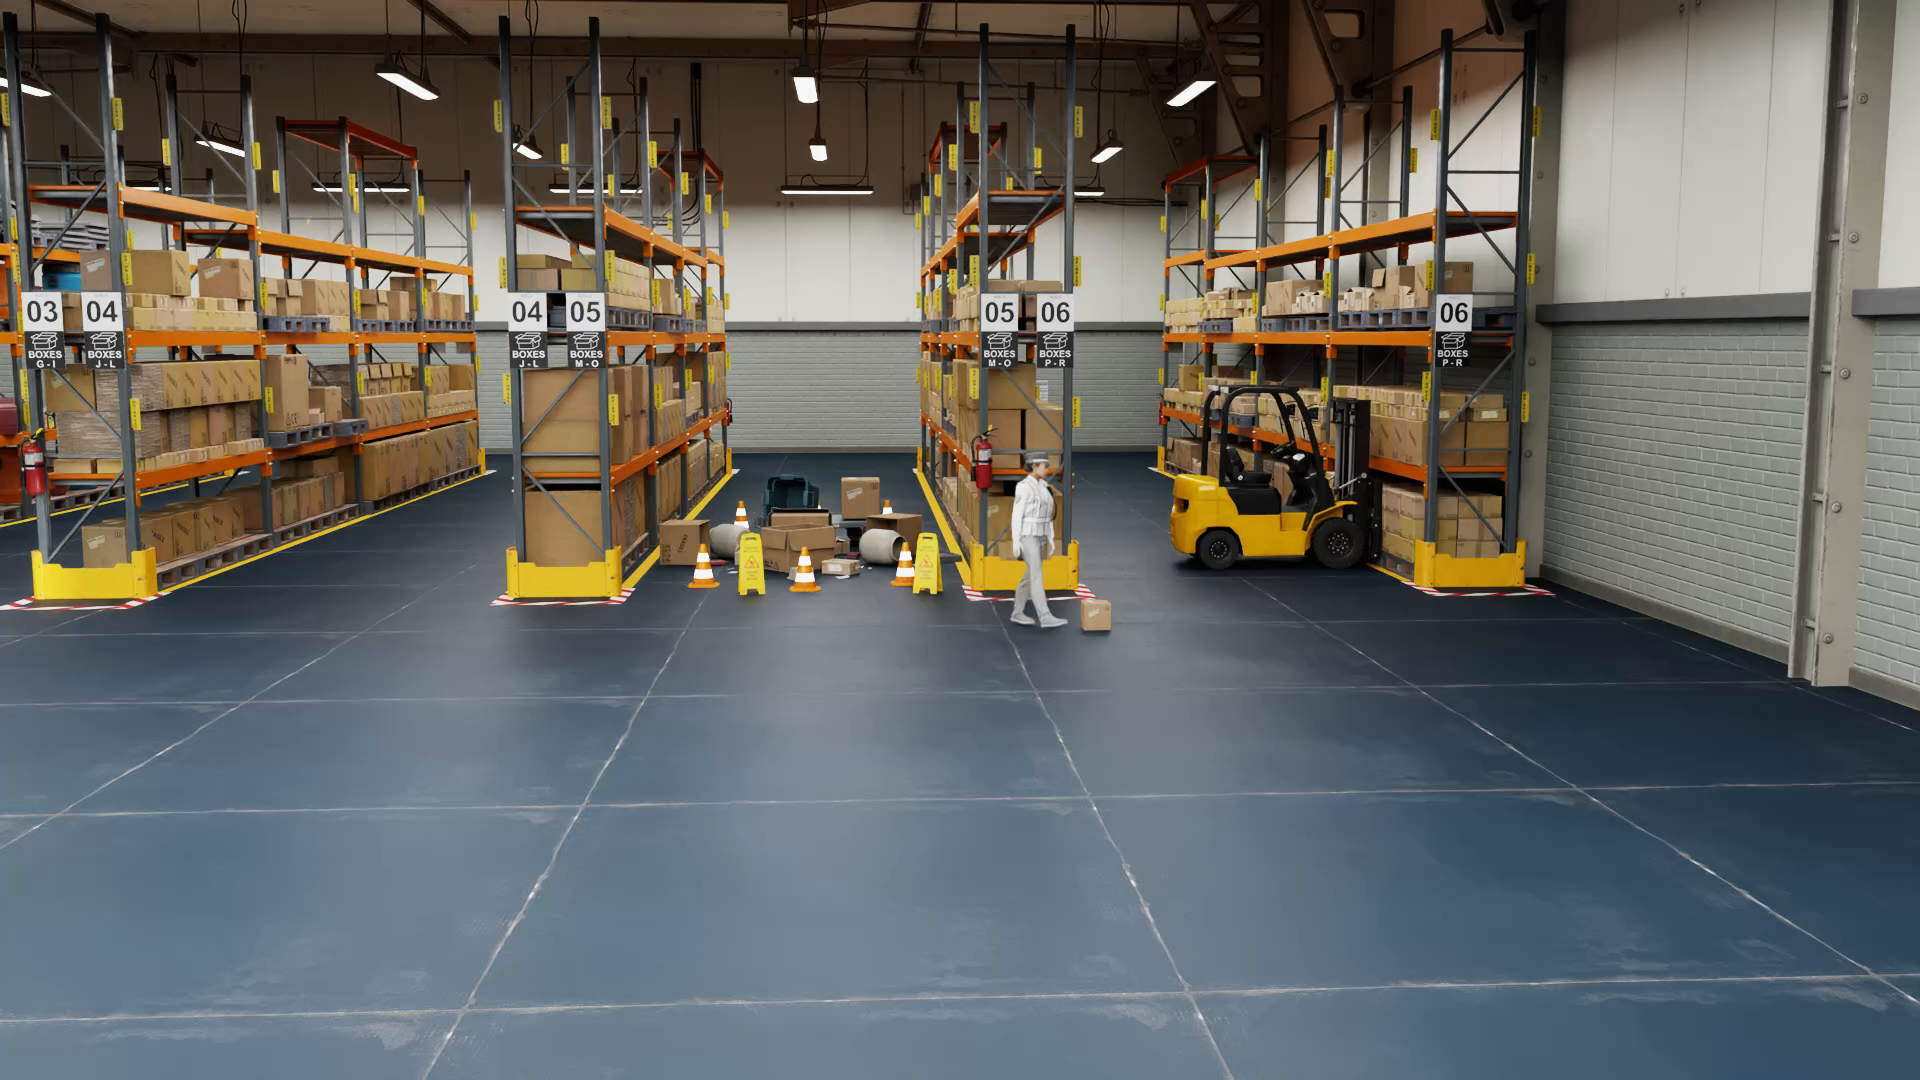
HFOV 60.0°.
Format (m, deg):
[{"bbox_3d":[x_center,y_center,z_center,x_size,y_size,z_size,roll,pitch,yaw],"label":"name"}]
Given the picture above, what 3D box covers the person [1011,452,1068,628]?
[{"bbox_3d":[0.774,-0.003,15.657,0.732,1.646,0.511,5,8,35],"label":"person"}]
